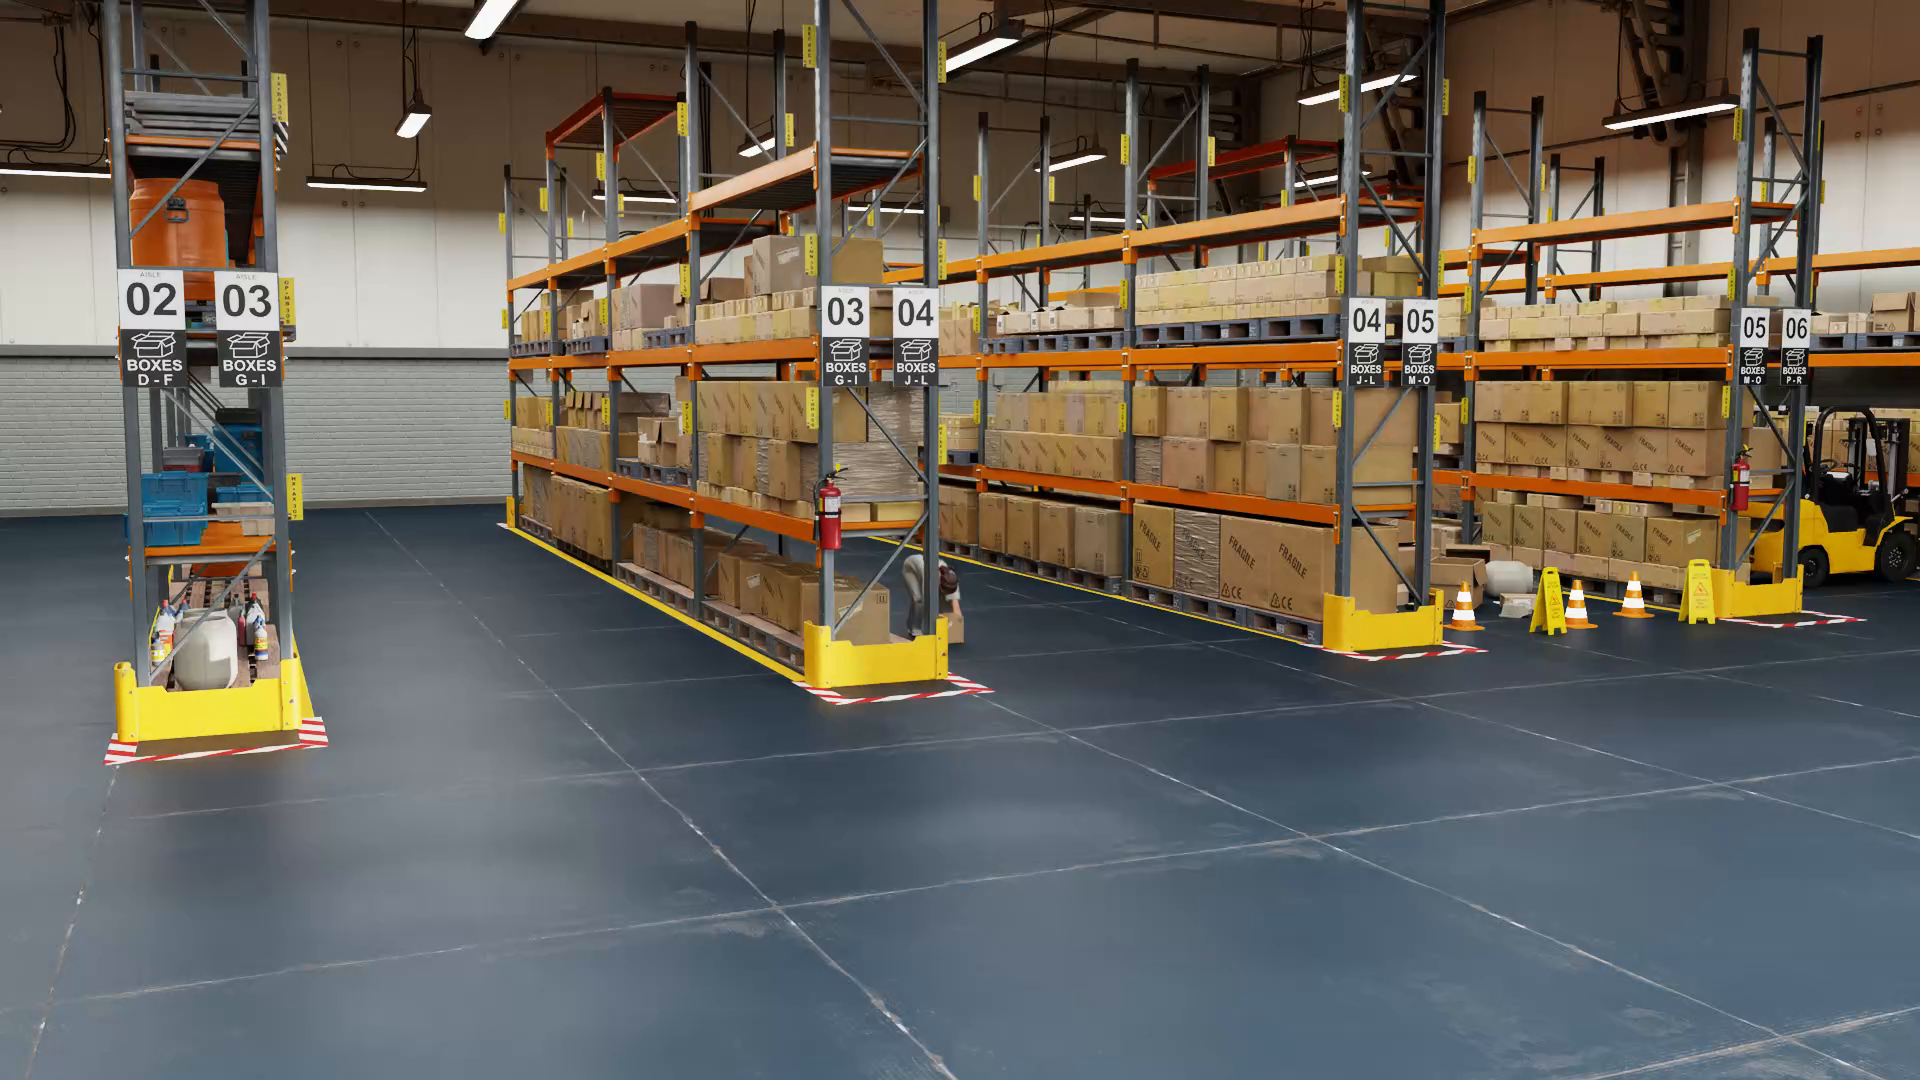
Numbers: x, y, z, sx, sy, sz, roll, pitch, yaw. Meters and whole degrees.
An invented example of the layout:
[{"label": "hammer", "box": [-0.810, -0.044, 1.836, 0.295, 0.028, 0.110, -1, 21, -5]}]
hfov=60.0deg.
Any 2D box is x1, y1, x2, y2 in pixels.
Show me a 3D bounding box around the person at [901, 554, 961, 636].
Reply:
[{"label": "person", "box": [-0.253, 0.552, 15.966, 0.474, 0.808, 0.863, -3, 6, -26]}]
